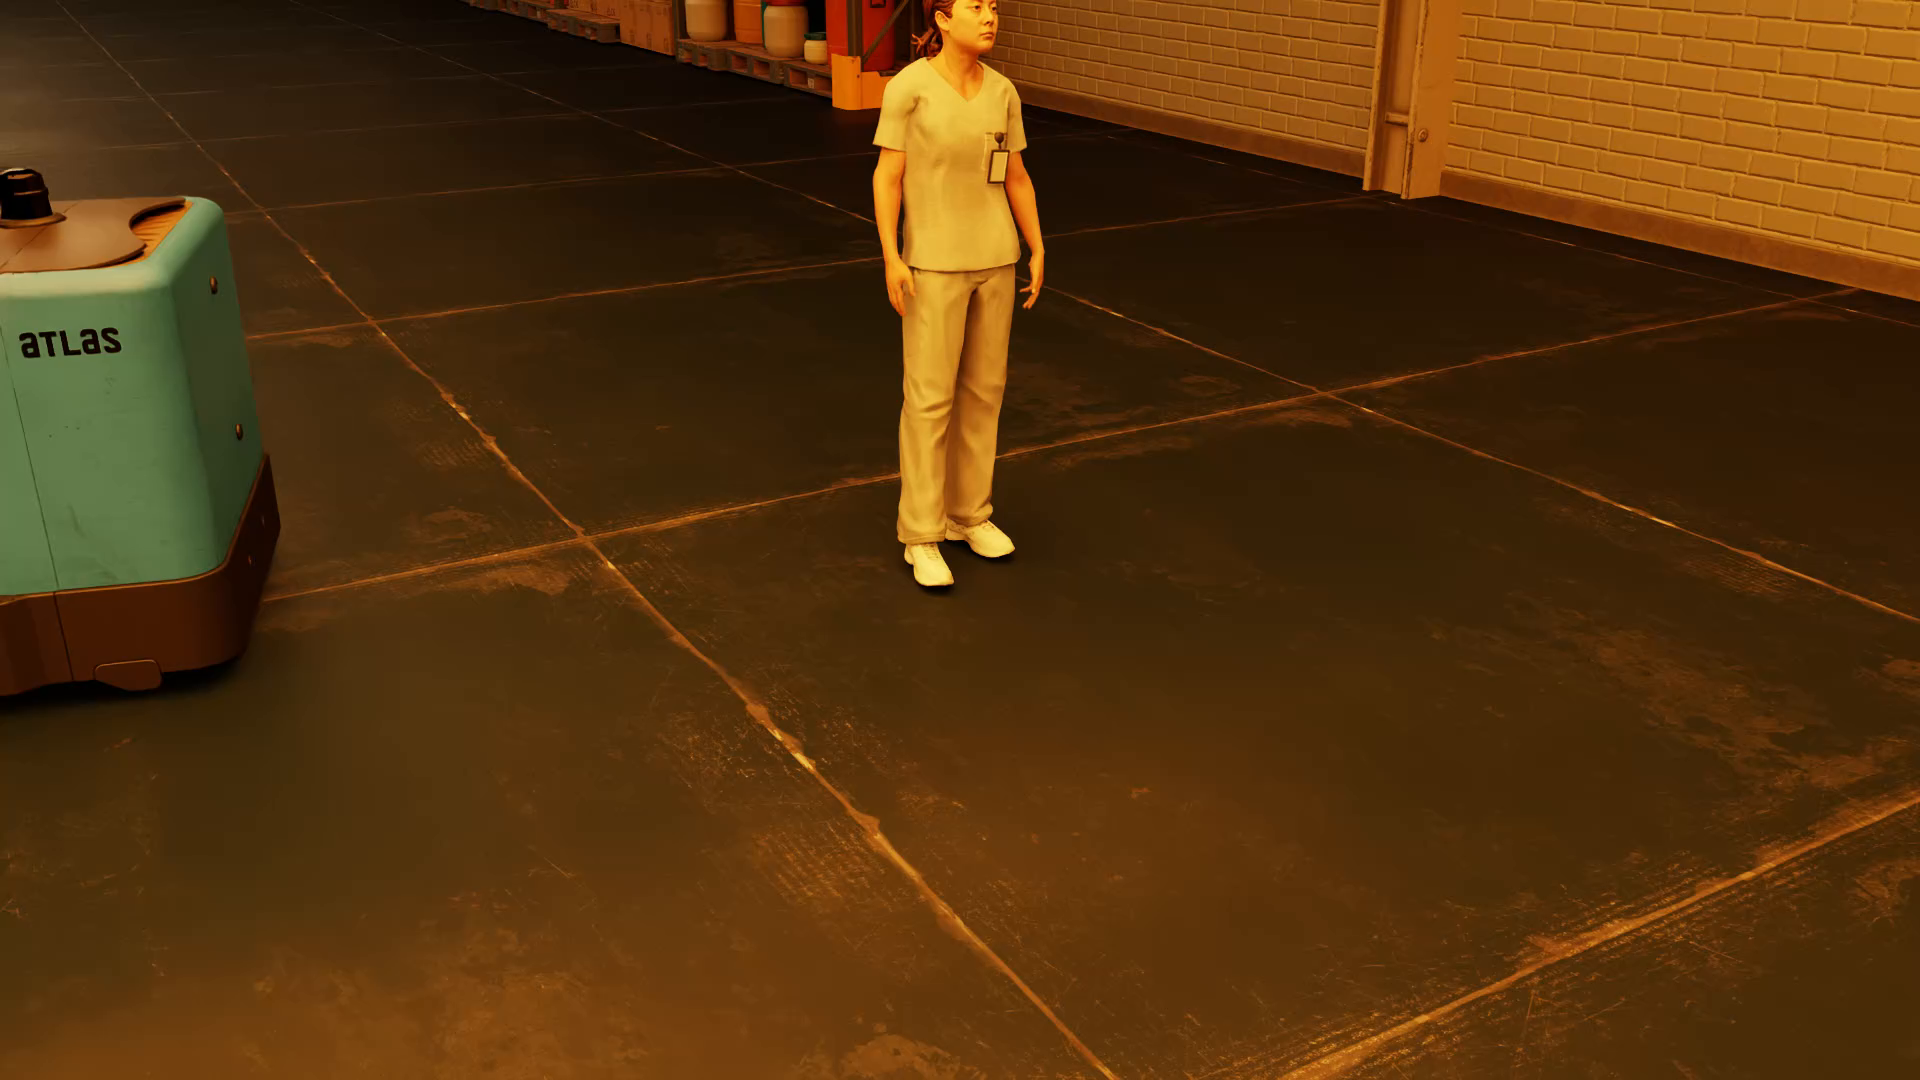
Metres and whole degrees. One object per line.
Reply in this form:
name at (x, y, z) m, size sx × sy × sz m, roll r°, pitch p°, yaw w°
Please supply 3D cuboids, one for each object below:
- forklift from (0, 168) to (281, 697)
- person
forklift at (-3.411, -1.022, 3.765) m, size 3.031 × 2.935 × 1.130 m, roll -6°, pitch 23°, yaw -14°
person at (0.025, -0.755, 4.748) m, size 0.549 × 1.675 × 0.549 m, roll -12°, pitch 25°, yaw -28°
